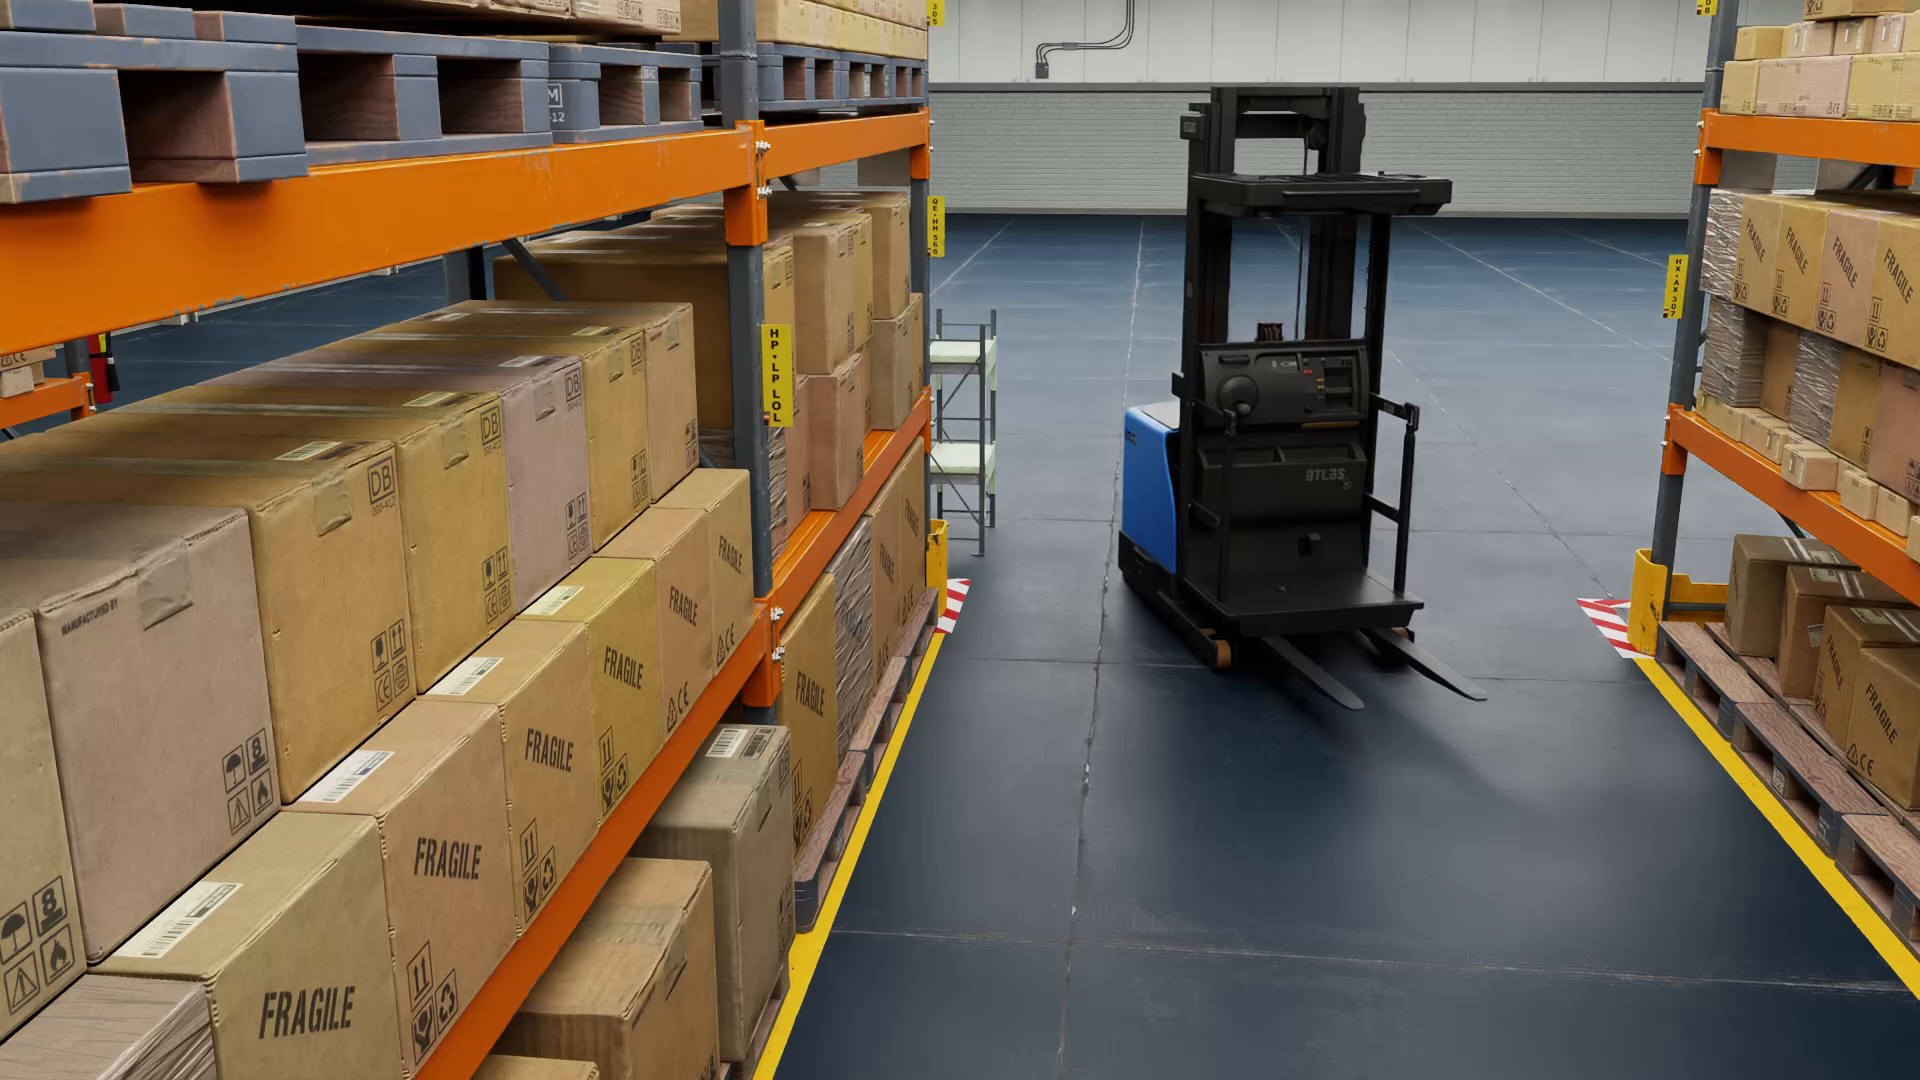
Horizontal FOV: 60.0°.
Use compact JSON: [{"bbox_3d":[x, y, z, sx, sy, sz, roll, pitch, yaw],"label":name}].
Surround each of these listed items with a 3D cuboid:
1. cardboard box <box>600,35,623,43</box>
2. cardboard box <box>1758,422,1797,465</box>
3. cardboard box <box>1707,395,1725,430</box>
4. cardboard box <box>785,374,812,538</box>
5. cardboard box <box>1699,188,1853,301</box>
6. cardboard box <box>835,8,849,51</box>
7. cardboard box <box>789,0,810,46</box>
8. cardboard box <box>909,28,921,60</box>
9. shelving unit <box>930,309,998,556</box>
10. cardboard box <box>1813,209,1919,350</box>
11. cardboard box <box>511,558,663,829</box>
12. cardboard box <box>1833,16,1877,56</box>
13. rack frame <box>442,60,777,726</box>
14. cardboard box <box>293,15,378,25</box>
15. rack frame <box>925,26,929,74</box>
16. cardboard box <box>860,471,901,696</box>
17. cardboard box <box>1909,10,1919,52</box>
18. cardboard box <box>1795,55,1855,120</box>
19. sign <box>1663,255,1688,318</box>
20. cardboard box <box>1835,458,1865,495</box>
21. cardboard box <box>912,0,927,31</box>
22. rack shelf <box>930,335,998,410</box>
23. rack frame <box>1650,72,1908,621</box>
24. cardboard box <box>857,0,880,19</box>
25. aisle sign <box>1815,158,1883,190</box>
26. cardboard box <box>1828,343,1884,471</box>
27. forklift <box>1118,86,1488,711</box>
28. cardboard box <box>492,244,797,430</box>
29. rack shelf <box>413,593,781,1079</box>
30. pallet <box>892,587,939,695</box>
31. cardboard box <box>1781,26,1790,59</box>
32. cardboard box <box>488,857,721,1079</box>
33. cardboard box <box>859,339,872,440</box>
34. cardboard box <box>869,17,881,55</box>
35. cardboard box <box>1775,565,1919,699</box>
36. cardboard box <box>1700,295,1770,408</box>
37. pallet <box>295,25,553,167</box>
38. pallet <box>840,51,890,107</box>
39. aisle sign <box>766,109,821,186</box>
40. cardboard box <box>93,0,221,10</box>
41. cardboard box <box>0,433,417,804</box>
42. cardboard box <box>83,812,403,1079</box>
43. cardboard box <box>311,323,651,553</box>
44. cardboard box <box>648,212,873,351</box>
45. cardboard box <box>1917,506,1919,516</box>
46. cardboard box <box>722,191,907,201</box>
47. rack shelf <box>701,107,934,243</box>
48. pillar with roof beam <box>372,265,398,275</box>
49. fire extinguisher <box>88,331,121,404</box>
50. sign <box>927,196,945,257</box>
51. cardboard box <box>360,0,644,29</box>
[{"bbox_3d":[-1.371,-1.759,5.660,0.380,0.149,0.250,2,15,7],"label":"cardboard box"},{"bbox_3d":[3.844,-0.430,7.488,0.380,0.149,0.250,2,15,6],"label":"cardboard box"},{"bbox_3d":[3.930,-0.625,8.208,0.380,0.149,0.250,2,15,6],"label":"cardboard box"},{"bbox_3d":[-1.053,-0.324,6.326,0.875,0.550,0.550,2,15,6],"label":"cardboard box"},{"bbox_3d":[3.913,-1.417,7.980,0.500,0.500,0.500,2,15,6],"label":"cardboard box"},{"bbox_3d":[-0.631,-1.938,6.322,0.380,0.149,0.250,1,15,5],"label":"cardboard box"},{"bbox_3d":[-0.716,-1.742,5.595,0.380,0.149,0.250,2,15,6],"label":"cardboard box"},{"bbox_3d":[-0.401,-2.466,8.273,0.380,0.149,0.250,2,15,7],"label":"cardboard box"},{"bbox_3d":[0.001,-0.726,10.973,0.431,1.500,0.755,2,15,6],"label":"shelving unit"},{"bbox_3d":[3.744,-1.028,6.541,0.500,0.500,0.500,2,15,6],"label":"cardboard box"},{"bbox_3d":[-1.030,0.345,3.948,0.500,0.500,0.500,2,15,7],"label":"cardboard box"},{"bbox_3d":[3.804,-2.044,6.753,0.380,0.149,0.250,1,15,4],"label":"cardboard box"},{"bbox_3d":[-1.122,-0.012,5.461,1.000,3.000,0.127,2,15,6],"label":"rack frame"},{"bbox_3d":[-1.539,-1.234,3.718,0.380,0.149,0.250,2,15,6],"label":"cardboard box"},{"bbox_3d":[-0.671,-3.946,8.514,1.000,3.000,0.127,2,15,6],"label":"rack frame"},{"bbox_3d":[-0.779,0.179,8.018,0.875,0.875,0.875,1,15,5],"label":"cardboard box"},{"bbox_3d":[3.688,-1.843,6.007,0.380,0.149,0.250,2,15,9],"label":"cardboard box"},{"bbox_3d":[3.823,-1.873,6.884,0.500,0.250,0.500,2,15,6],"label":"cardboard box"},{"bbox_3d":[3.707,-1.311,8.606,0.100,0.325,0.005,2,15,6],"label":"sign"},{"bbox_3d":[3.815,-0.234,6.763,0.380,0.149,0.250,2,15,6],"label":"cardboard box"},{"bbox_3d":[-0.449,-2.685,8.319,0.500,0.250,0.500,2,15,7],"label":"cardboard box"},{"bbox_3d":[0.001,-1.102,10.871,0.431,0.370,0.720,2,15,6],"label":"rack shelf"},{"bbox_3d":[4.246,-0.877,8.660,1.000,3.000,0.127,2,15,6],"label":"rack frame"},{"bbox_3d":[-0.621,-2.294,6.874,0.500,0.250,0.500,2,15,7],"label":"cardboard box"},{"bbox_3d":[4.551,-2.139,8.347,0.394,0.787,0.004,2,15,6],"label":"aisle sign"},{"bbox_3d":[4.052,-0.536,6.638,0.875,0.500,0.500,2,15,6],"label":"cardboard box"},{"bbox_3d":[1.781,-0.840,8.652,1.130,2.935,3.031,-3,15,-11],"label":"forklift"},{"bbox_3d":[-1.047,-0.701,5.650,0.875,0.550,0.550,2,15,6],"label":"cardboard box"},{"bbox_3d":[-1.348,0.854,3.636,1.077,0.370,4.000,2,15,6],"label":"rack shelf"},{"bbox_3d":[-0.684,0.506,8.886,1.003,0.211,1.213,2,15,6],"label":"pallet"},{"bbox_3d":[3.954,-2.247,7.503,0.380,0.149,0.250,1,15,5],"label":"cardboard box"},{"bbox_3d":[-1.216,1.285,4.169,1.050,0.750,0.750,2,15,6],"label":"cardboard box"},{"bbox_3d":[-0.896,-0.740,7.863,0.875,0.550,0.550,2,15,6],"label":"cardboard box"},{"bbox_3d":[-0.544,-2.136,7.052,0.380,0.149,0.250,2,15,7],"label":"cardboard box"},{"bbox_3d":[4.125,0.444,7.757,0.500,0.500,0.500,6,16,21],"label":"cardboard box"},{"bbox_3d":[4.157,-0.927,8.084,0.875,0.500,0.500,2,15,6],"label":"cardboard box"},{"bbox_3d":[-1.431,-0.790,2.953,1.003,0.211,1.213,2,15,9],"label":"pallet"},{"bbox_3d":[-0.880,-1.945,7.031,1.003,0.211,1.213,2,15,6],"label":"pallet"},{"bbox_3d":[-0.961,-2.332,9.059,0.394,0.787,0.004,2,15,6],"label":"aisle sign"},{"bbox_3d":[-1.656,-1.181,2.849,0.500,0.500,0.500,2,15,6],"label":"cardboard box"},{"bbox_3d":[-1.402,0.114,2.887,0.700,0.500,0.500,1,15,5],"label":"cardboard box"},{"bbox_3d":[-1.200,0.737,2.500,0.500,0.500,0.500,2,15,6],"label":"cardboard box"},{"bbox_3d":[-1.229,-0.281,4.346,0.700,0.500,0.500,1,15,5],"label":"cardboard box"},{"bbox_3d":[-0.851,-1.120,7.203,0.875,0.550,0.500,2,15,6],"label":"cardboard box"},{"bbox_3d":[3.729,-0.040,6.044,0.380,0.149,0.250,2,15,6],"label":"cardboard box"},{"bbox_3d":[-0.751,-1.548,8.785,0.875,0.550,0.550,2,15,6],"label":"cardboard box"},{"bbox_3d":[-0.897,-1.632,7.081,1.077,0.370,4.000,2,15,6],"label":"rack shelf"},{"bbox_3d":[-5.199,-8.598,25.720,9.100,9.000,0.400,2,15,6],"label":"pillar with roof beam"},{"bbox_3d":[-5.130,-1.148,9.809,0.296,0.674,0.183,2,15,6],"label":"fire extinguisher"},{"bbox_3d":[-0.133,-1.703,9.043,0.100,0.325,0.005,2,15,6],"label":"sign"},{"bbox_3d":[-1.043,-1.312,3.812,0.500,0.250,0.500,2,15,6],"label":"cardboard box"}]
